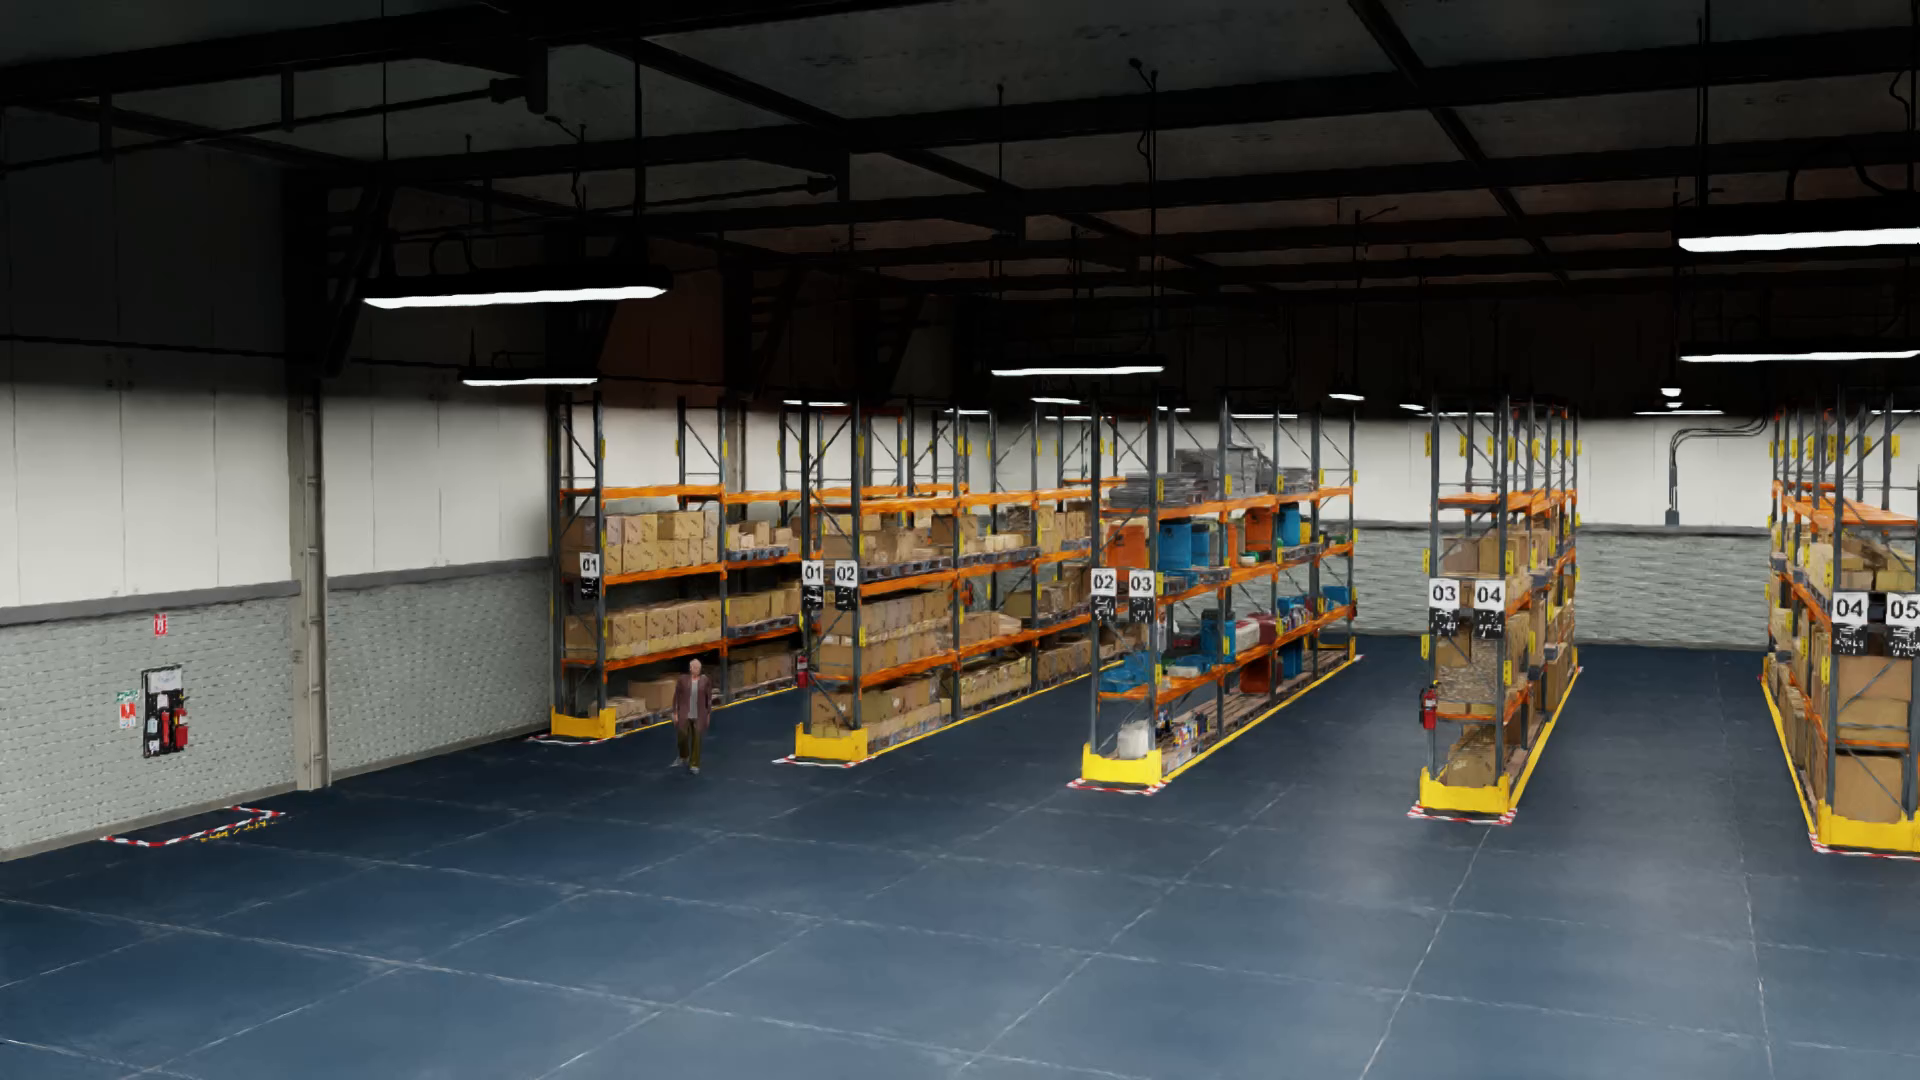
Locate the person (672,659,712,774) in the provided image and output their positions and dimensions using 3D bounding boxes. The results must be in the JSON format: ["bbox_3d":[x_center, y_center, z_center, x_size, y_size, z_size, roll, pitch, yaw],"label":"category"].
[{"bbox_3d":[-4.144,2.700,25.701,0.627,1.772,0.576,-1,3,-12],"label":"person"}]

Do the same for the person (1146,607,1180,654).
[{"bbox_3d":[4.220,2.241,34.534,0.729,1.717,0.541,1,3,22],"label":"person"}]
